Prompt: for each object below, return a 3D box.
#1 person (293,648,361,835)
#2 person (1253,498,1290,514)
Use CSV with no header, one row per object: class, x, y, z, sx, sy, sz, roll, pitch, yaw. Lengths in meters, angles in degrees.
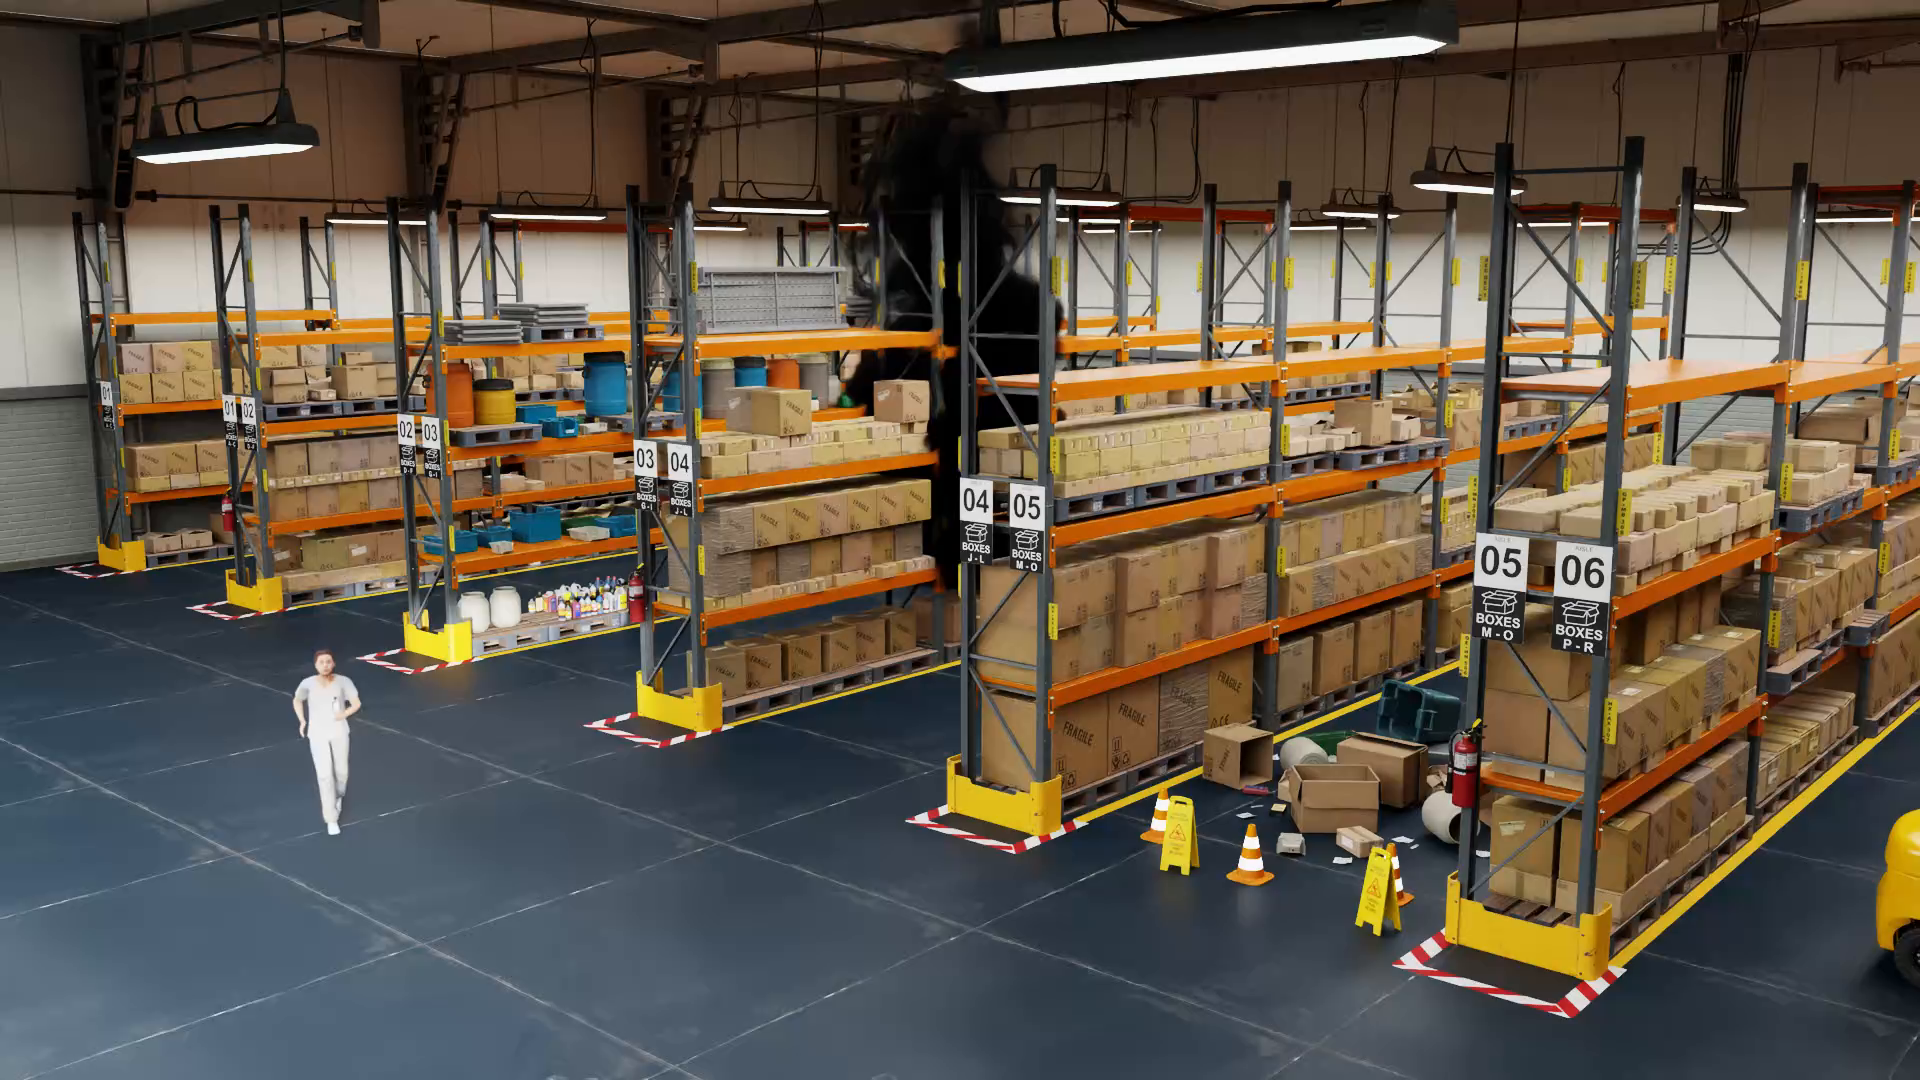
person,-5.812,1.806,15.325,0.581,1.659,0.845,-4,10,-24
person,4.592,-0.030,24.806,0.692,1.868,0.747,7,12,35
